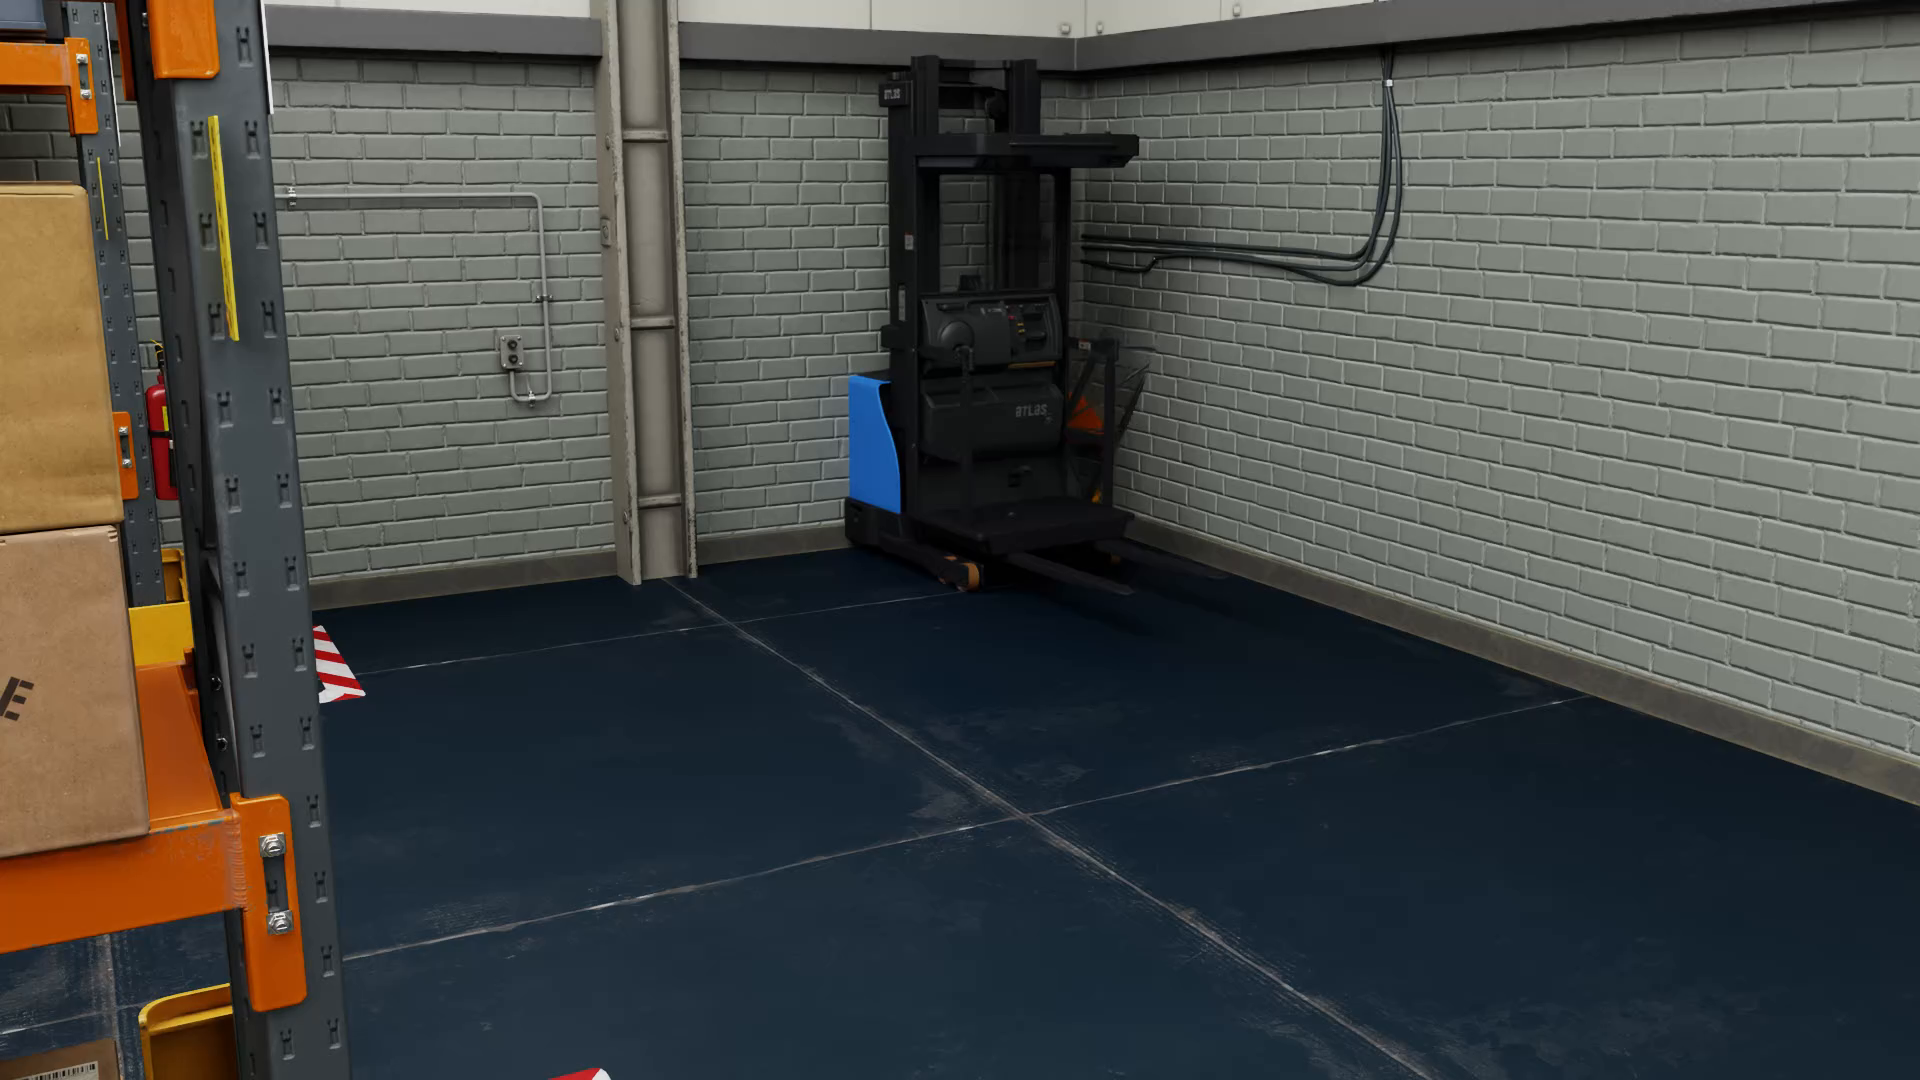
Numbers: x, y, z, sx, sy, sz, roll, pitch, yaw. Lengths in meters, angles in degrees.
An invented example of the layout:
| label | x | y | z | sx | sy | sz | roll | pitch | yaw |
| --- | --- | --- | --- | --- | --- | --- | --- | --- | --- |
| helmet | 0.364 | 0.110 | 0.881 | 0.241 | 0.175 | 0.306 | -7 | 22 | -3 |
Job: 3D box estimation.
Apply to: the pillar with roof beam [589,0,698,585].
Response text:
| label | x | y | z | sx | sy | sz | roll | pitch | yaw |
| --- | --- | --- | --- | --- | --- | --- | --- | --- | --- |
| pillar with roof beam | 0.297 | -3.354 | 5.018 | 0.400 | 9.000 | 9.100 | -7 | 14 | -28 |

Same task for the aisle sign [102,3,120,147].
| label | x | y | z | sx | sy | sz | roll | pitch | yaw |
| --- | --- | --- | --- | --- | --- | --- | --- | --- | --- |
| aisle sign | -3.514 | -2.024 | 6.851 | 0.004 | 0.787 | 0.394 | -7 | 14 | -28 |

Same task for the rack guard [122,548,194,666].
| label | x | y | z | sx | sy | sz | roll | pitch | yaw |
| --- | --- | --- | --- | --- | --- | --- | --- | --- | --- |
| rack guard | -3.700 | 0.411 | 7.646 | 0.348 | 0.500 | 1.175 | -7 | 14 | -28 |

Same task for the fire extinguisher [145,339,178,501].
| label | x | y | z | sx | sy | sz | roll | pitch | yaw |
| --- | --- | --- | --- | --- | --- | --- | --- | --- | --- |
| fire extinguisher | -3.367 | -0.514 | 7.085 | 0.183 | 0.674 | 0.296 | -7 | 14 | -28 |

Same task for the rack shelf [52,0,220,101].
| label | x | y | z | sx | sy | sz | roll | pitch | yaw |
| --- | --- | --- | --- | --- | --- | --- | --- | --- | --- |
| rack shelf | -3.100 | -0.754 | 1.935 | 4.000 | 0.370 | 1.077 | -7 | 14 | -28 |

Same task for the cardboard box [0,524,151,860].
| label | x | y | z | sx | sy | sz | roll | pitch | yaw |
| --- | --- | --- | --- | --- | --- | --- | --- | --- | --- |
| cardboard box | -1.607 | 0.199 | 2.666 | 0.500 | 0.500 | 0.500 | -6 | 14 | -26 |

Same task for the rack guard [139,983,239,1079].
| label | x | y | z | sx | sy | sz | roll | pitch | yaw |
| --- | --- | --- | --- | --- | --- | --- | --- | --- | --- |
| rack guard | -1.411 | 1.375 | 3.359 | 0.348 | 0.500 | 1.175 | -7 | 14 | -28 |

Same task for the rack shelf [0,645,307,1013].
| label | x | y | z | sx | sy | sz | roll | pitch | yaw |
| --- | --- | --- | --- | --- | --- | --- | --- | --- | --- |
| rack shelf | -3.100 | 0.709 | 2.264 | 4.000 | 0.370 | 1.077 | -7 | 14 | -28 |

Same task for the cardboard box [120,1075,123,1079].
| label | x | y | z | sx | sy | sz | roll | pitch | yaw |
| --- | --- | --- | --- | --- | --- | --- | --- | --- | --- |
| cardboard box | -1.876 | 1.302 | 3.483 | 0.250 | 0.149 | 0.380 | -7 | 14 | -28 |

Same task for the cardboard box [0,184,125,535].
| label | x | y | z | sx | sy | sz | roll | pitch | yaw |
| --- | --- | --- | --- | --- | --- | --- | --- | --- | --- |
| cardboard box | -1.603 | -0.289 | 2.556 | 0.500 | 0.500 | 0.500 | -7 | 14 | -28 |

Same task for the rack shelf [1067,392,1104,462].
| label | x | y | z | sx | sy | sz | roll | pitch | yaw |
| --- | --- | --- | --- | --- | --- | --- | --- | --- | --- |
| rack shelf | 0.574 | -0.894 | 10.930 | 0.538 | 0.185 | 1.000 | 0 | 42 | -30 |

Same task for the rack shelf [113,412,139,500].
| label | x | y | z | sx | sy | sz | roll | pitch | yaw |
| --- | --- | --- | --- | --- | --- | --- | --- | --- | --- |
| rack shelf | -5.476 | -0.245 | 6.504 | 4.000 | 0.370 | 1.077 | -7 | 14 | -28 |

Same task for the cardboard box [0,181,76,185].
| label | x | y | z | sx | sy | sz | roll | pitch | yaw |
| --- | --- | --- | --- | --- | --- | --- | --- | --- | --- |
| cardboard box | -1.860 | -0.393 | 3.018 | 0.500 | 0.500 | 0.500 | -6 | 14 | -26 |

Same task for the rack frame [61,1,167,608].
| label | x | y | z | sx | sy | sz | roll | pitch | yaw |
| --- | --- | --- | --- | --- | --- | --- | --- | --- | --- |
| rack frame | -3.721 | -0.806 | 7.360 | 0.127 | 3.000 | 1.000 | -7 | 14 | -28 |

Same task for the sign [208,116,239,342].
| label | x | y | z | sx | sy | sz | roll | pitch | yaw |
| --- | --- | --- | --- | --- | --- | --- | --- | --- | --- |
| sign | -1.096 | -0.462 | 2.473 | 0.005 | 0.325 | 0.100 | -7 | 14 | -28 |

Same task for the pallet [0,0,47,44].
| label | x | y | z | sx | sy | sz | roll | pitch | yaw |
| --- | --- | --- | --- | --- | --- | --- | --- | --- | --- |
| pallet | -4.367 | -2.146 | 6.685 | 1.213 | 0.211 | 1.003 | -7 | 14 | -28 |

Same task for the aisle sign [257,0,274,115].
| label | x | y | z | sx | sy | sz | roll | pitch | yaw |
| --- | --- | --- | --- | --- | --- | --- | --- | --- | --- |
| aisle sign | -1.137 | -1.068 | 2.604 | 0.004 | 0.787 | 0.394 | -7 | 14 | -28 |

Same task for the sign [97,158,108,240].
| label | x | y | z | sx | sy | sz | roll | pitch | yaw |
| --- | --- | --- | --- | --- | --- | --- | --- | --- | --- |
| sign | -3.473 | -1.381 | 6.736 | 0.005 | 0.325 | 0.100 | -7 | 14 | -28 |

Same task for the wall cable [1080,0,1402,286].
| label | x | y | z | sx | sy | sz | roll | pitch | yaw |
| --- | --- | --- | --- | --- | --- | --- | --- | --- | --- |
| wall cable | 1.415 | -2.744 | 9.380 | 0.112 | 2.526 | 3.097 | -7 | 14 | -28 |

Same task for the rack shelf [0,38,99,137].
| label | x | y | z | sx | sy | sz | roll | pitch | yaw |
| --- | --- | --- | --- | --- | --- | --- | --- | --- | --- |
| rack shelf | -5.476 | -1.708 | 6.175 | 4.000 | 0.370 | 1.077 | -7 | 14 | -28 |

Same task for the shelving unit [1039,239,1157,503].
| label | x | y | z | sx | sy | sz | roll | pitch | yaw |
| --- | --- | --- | --- | --- | --- | --- | --- | --- | --- |
| shelving unit | 0.637 | -1.022 | 10.821 | 0.587 | 1.500 | 1.083 | 0 | 42 | -30 |

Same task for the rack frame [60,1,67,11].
| label | x | y | z | sx | sy | sz | roll | pitch | yaw |
| --- | --- | --- | --- | --- | --- | --- | --- | --- | --- |
| rack frame | -3.721 | -3.733 | 6.701 | 0.127 | 3.000 | 1.000 | -7 | 14 | -28 |

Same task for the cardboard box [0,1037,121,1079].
| label | x | y | z | sx | sy | sz | roll | pitch | yaw |
| --- | --- | --- | --- | --- | --- | --- | --- | --- | --- |
| cardboard box | -1.703 | 1.257 | 2.881 | 0.500 | 0.500 | 0.500 | -7 | 14 | -28 |

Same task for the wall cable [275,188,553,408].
| label | x | y | z | sx | sy | sz | roll | pitch | yaw |
| --- | --- | --- | --- | --- | --- | --- | --- | --- | --- |
| wall cable | -3.050 | -1.619 | 8.657 | 1.851 | 1.984 | 0.084 | -7 | 14 | -28 |

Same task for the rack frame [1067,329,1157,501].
| label | x | y | z | sx | sy | sz | roll | pitch | yaw |
| --- | --- | --- | --- | --- | --- | --- | --- | --- | --- |
| rack frame | 0.826 | -0.692 | 10.498 | 0.500 | 1.500 | 0.032 | 0 | 42 | -30 |

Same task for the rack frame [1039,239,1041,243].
| label | x | y | z | sx | sy | sz | roll | pitch | yaw |
| --- | --- | --- | --- | --- | --- | --- | --- | --- | --- |
| rack frame | 0.442 | -1.365 | 11.156 | 0.500 | 1.500 | 0.032 | 0 | 42 | -30 |

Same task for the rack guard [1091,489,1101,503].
| label | x | y | z | sx | sy | sz | roll | pitch | yaw |
| --- | --- | --- | --- | --- | --- | --- | --- | --- | --- |
| rack guard | 0.619 | -0.224 | 10.858 | 0.587 | 0.250 | 0.087 | 0 | 42 | -30 |

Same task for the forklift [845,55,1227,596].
| label | x | y | z | sx | sy | sz | roll | pitch | yaw |
| --- | --- | --- | --- | --- | --- | --- | --- | --- | --- |
| forklift | 0.310 | -1.257 | 9.521 | 1.130 | 2.935 | 3.031 | -8 | 15 | -32 |
